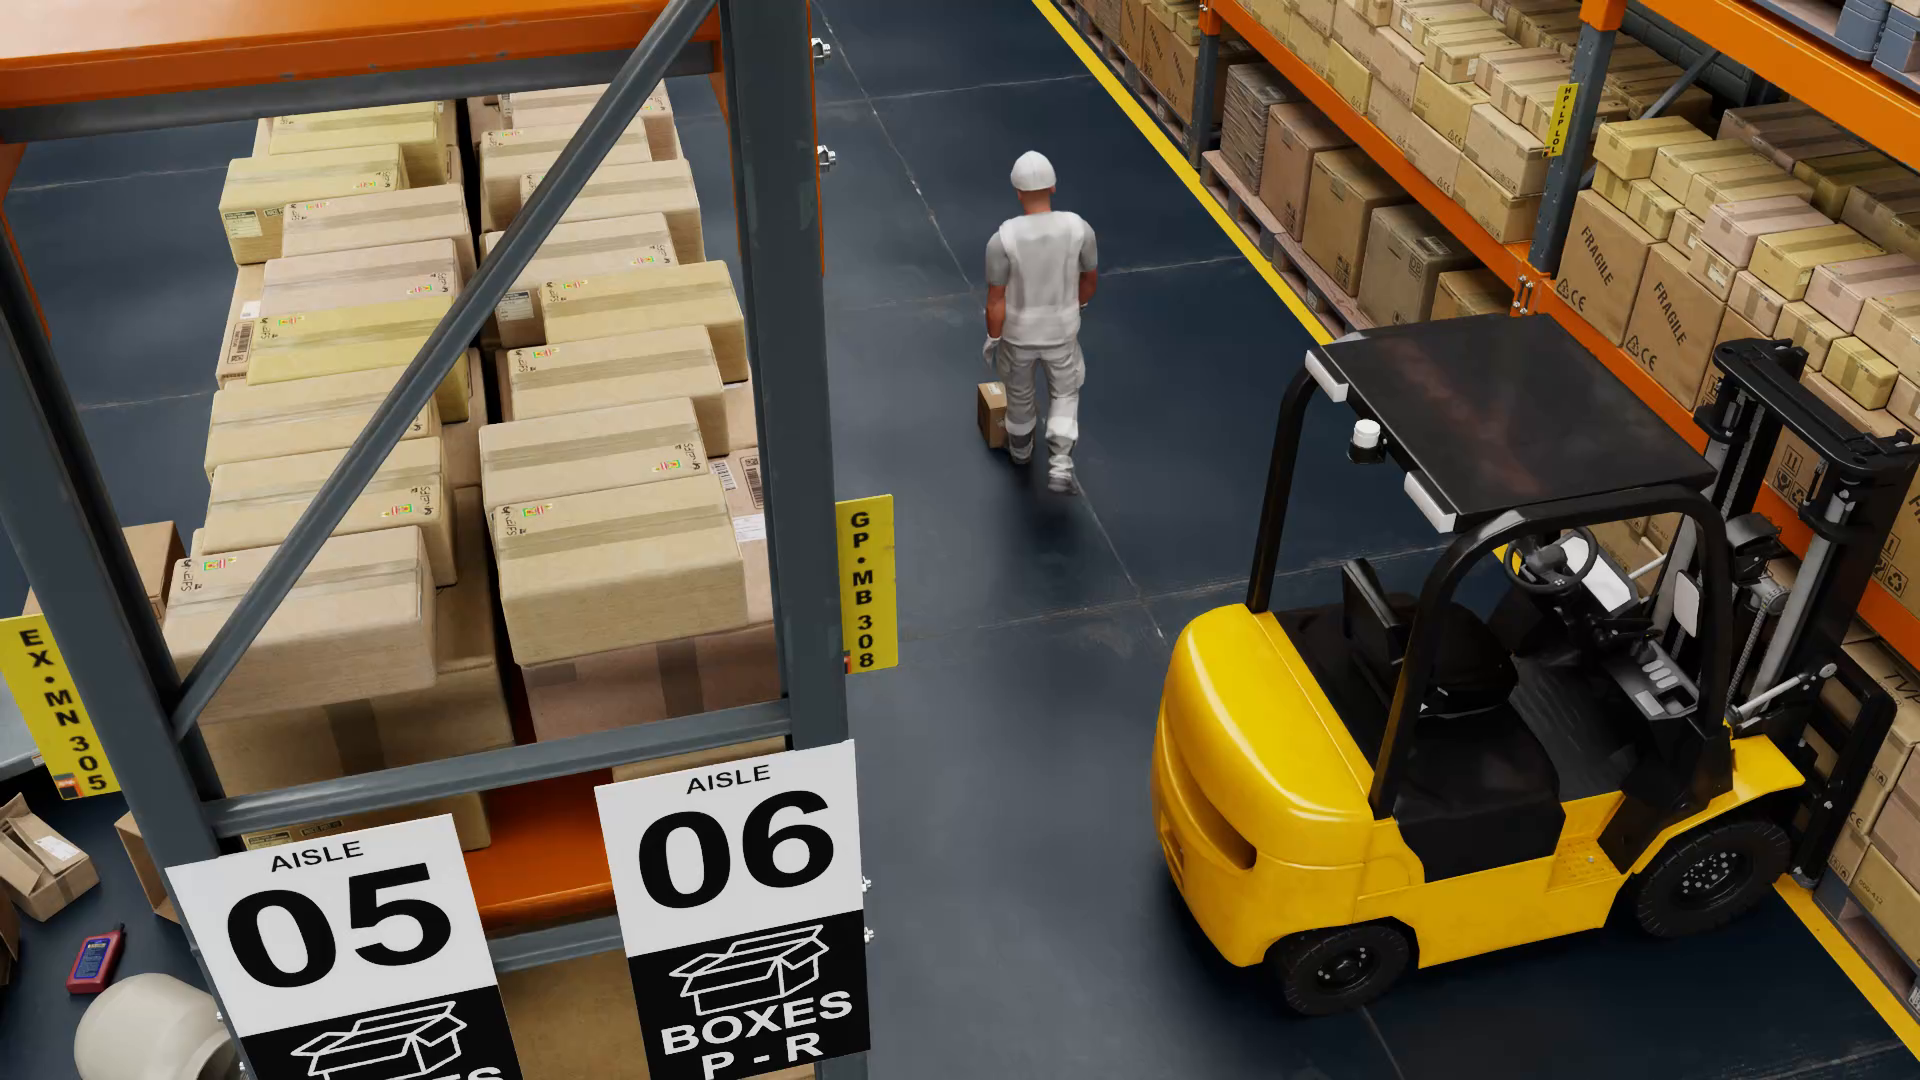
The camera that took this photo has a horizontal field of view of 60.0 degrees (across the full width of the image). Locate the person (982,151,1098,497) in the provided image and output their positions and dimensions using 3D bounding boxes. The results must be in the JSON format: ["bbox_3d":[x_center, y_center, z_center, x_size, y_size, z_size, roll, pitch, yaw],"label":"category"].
[{"bbox_3d":[0.380,-0.999,7.981,0.554,1.770,0.869,-3,38,-4],"label":"person"}]
